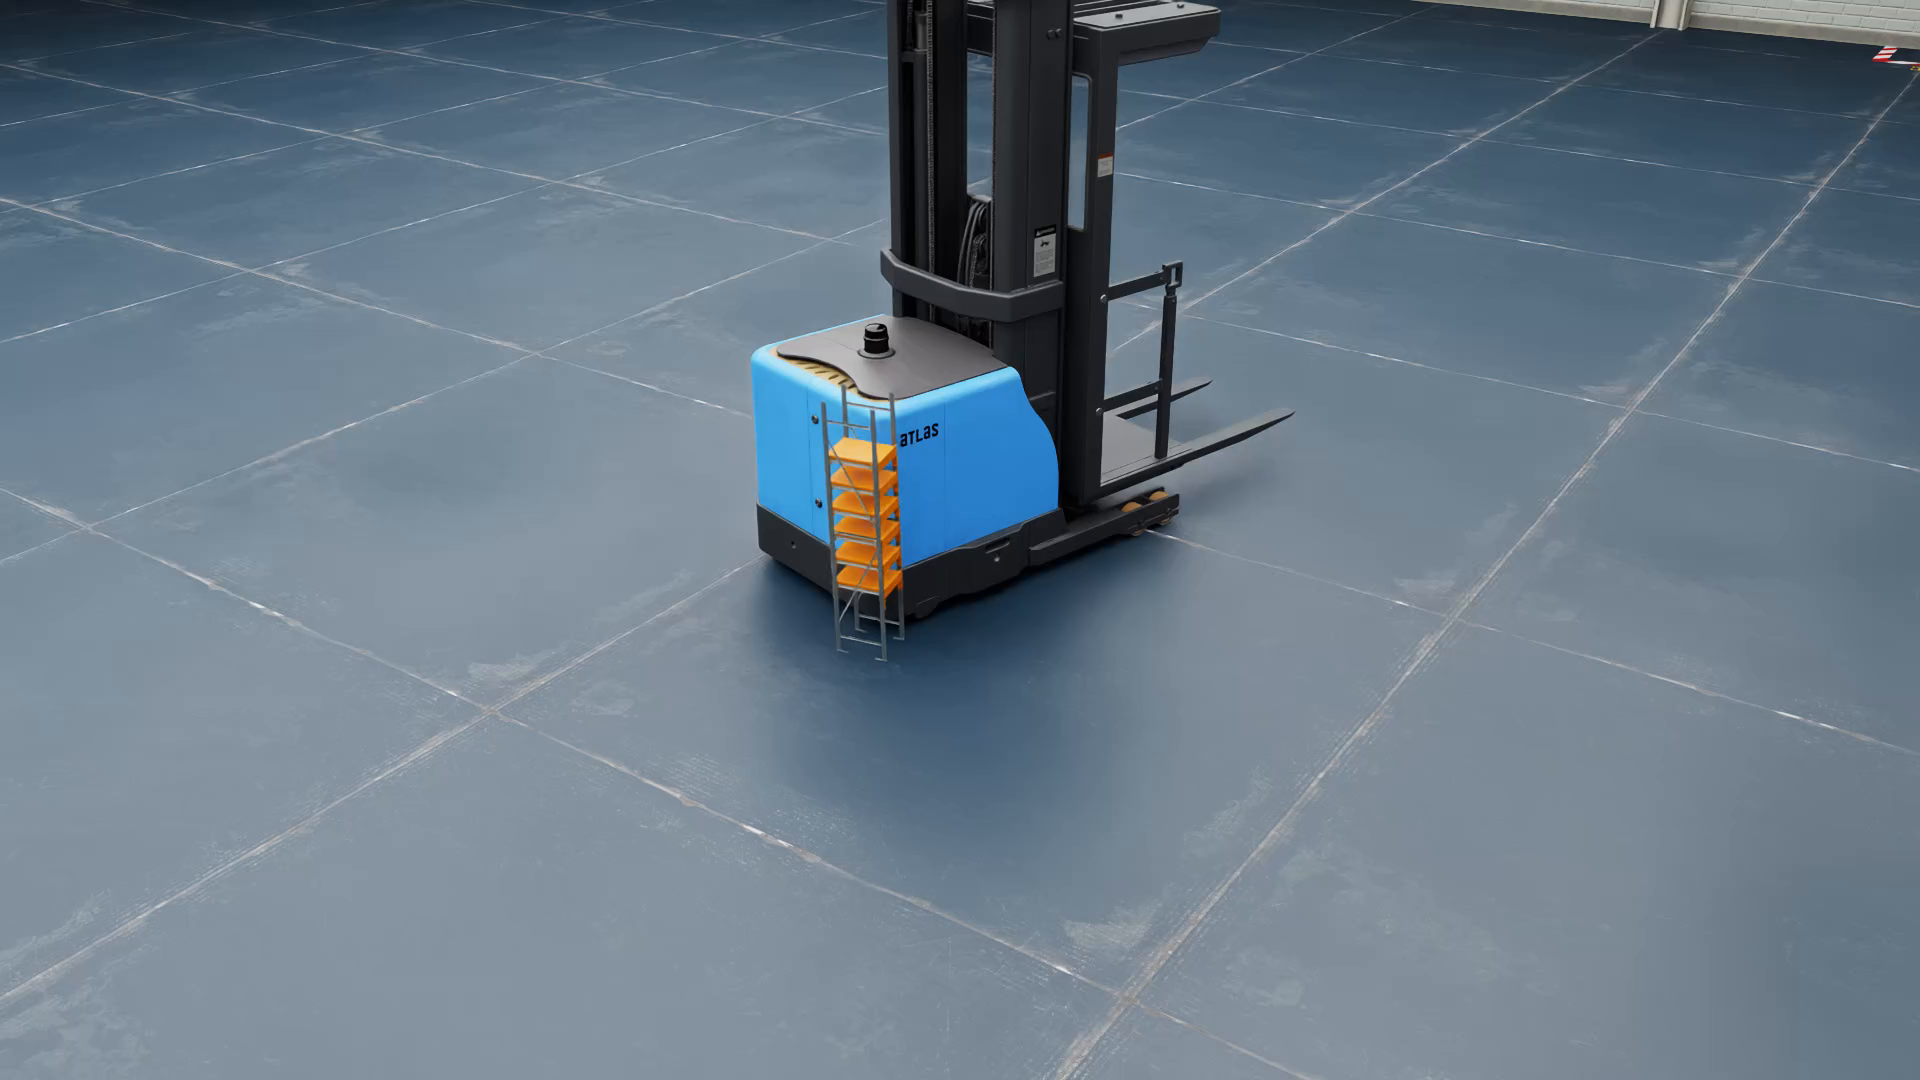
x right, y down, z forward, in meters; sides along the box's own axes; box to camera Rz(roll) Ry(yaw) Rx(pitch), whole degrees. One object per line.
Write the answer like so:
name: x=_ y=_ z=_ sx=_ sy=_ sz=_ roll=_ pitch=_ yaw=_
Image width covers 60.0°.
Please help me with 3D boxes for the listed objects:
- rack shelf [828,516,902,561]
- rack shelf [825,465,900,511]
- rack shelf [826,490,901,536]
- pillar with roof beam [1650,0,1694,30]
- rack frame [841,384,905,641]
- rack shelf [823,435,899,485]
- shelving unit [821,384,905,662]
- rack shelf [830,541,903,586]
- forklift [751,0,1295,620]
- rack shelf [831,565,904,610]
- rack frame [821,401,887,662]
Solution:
rack shelf: x=-0.402 y=-0.018 z=7.051 sx=0.258 sy=0.103 sz=0.180 roll=11 pitch=32 yaw=20
rack shelf: x=-0.407 y=-0.227 z=6.933 sx=0.258 sy=0.103 sz=0.180 roll=11 pitch=32 yaw=20
rack shelf: x=-0.404 y=-0.122 z=6.992 sx=0.258 sy=0.103 sz=0.180 roll=11 pitch=32 yaw=20
pillar with roof beam: x=6.499 y=-8.866 z=15.749 sx=0.400 sy=9.000 sz=9.100 roll=17 pitch=32 yaw=30
rack frame: x=-0.368 y=-0.099 z=7.102 sx=0.240 sy=1.200 sz=0.006 roll=11 pitch=32 yaw=20
rack shelf: x=-0.409 y=-0.331 z=6.874 sx=0.258 sy=0.103 sz=0.180 roll=11 pitch=32 yaw=20
shelving unit: x=-0.403 y=-0.057 z=7.029 sx=0.258 sy=1.200 sz=0.189 roll=11 pitch=32 yaw=20
rack shelf: x=-0.400 y=0.087 z=7.110 sx=0.258 sy=0.103 sz=0.180 roll=11 pitch=32 yaw=20
forklift: x=0.477 y=-1.490 z=7.945 sx=3.031 sy=2.935 sz=1.130 roll=-21 pitch=34 yaw=-35
rack shelf: x=-0.398 y=0.191 z=7.170 sx=0.258 sy=0.103 sz=0.180 roll=11 pitch=32 yaw=20
rack frame: x=-0.439 y=-0.014 z=6.956 sx=0.240 sy=1.200 sz=0.006 roll=11 pitch=32 yaw=20
